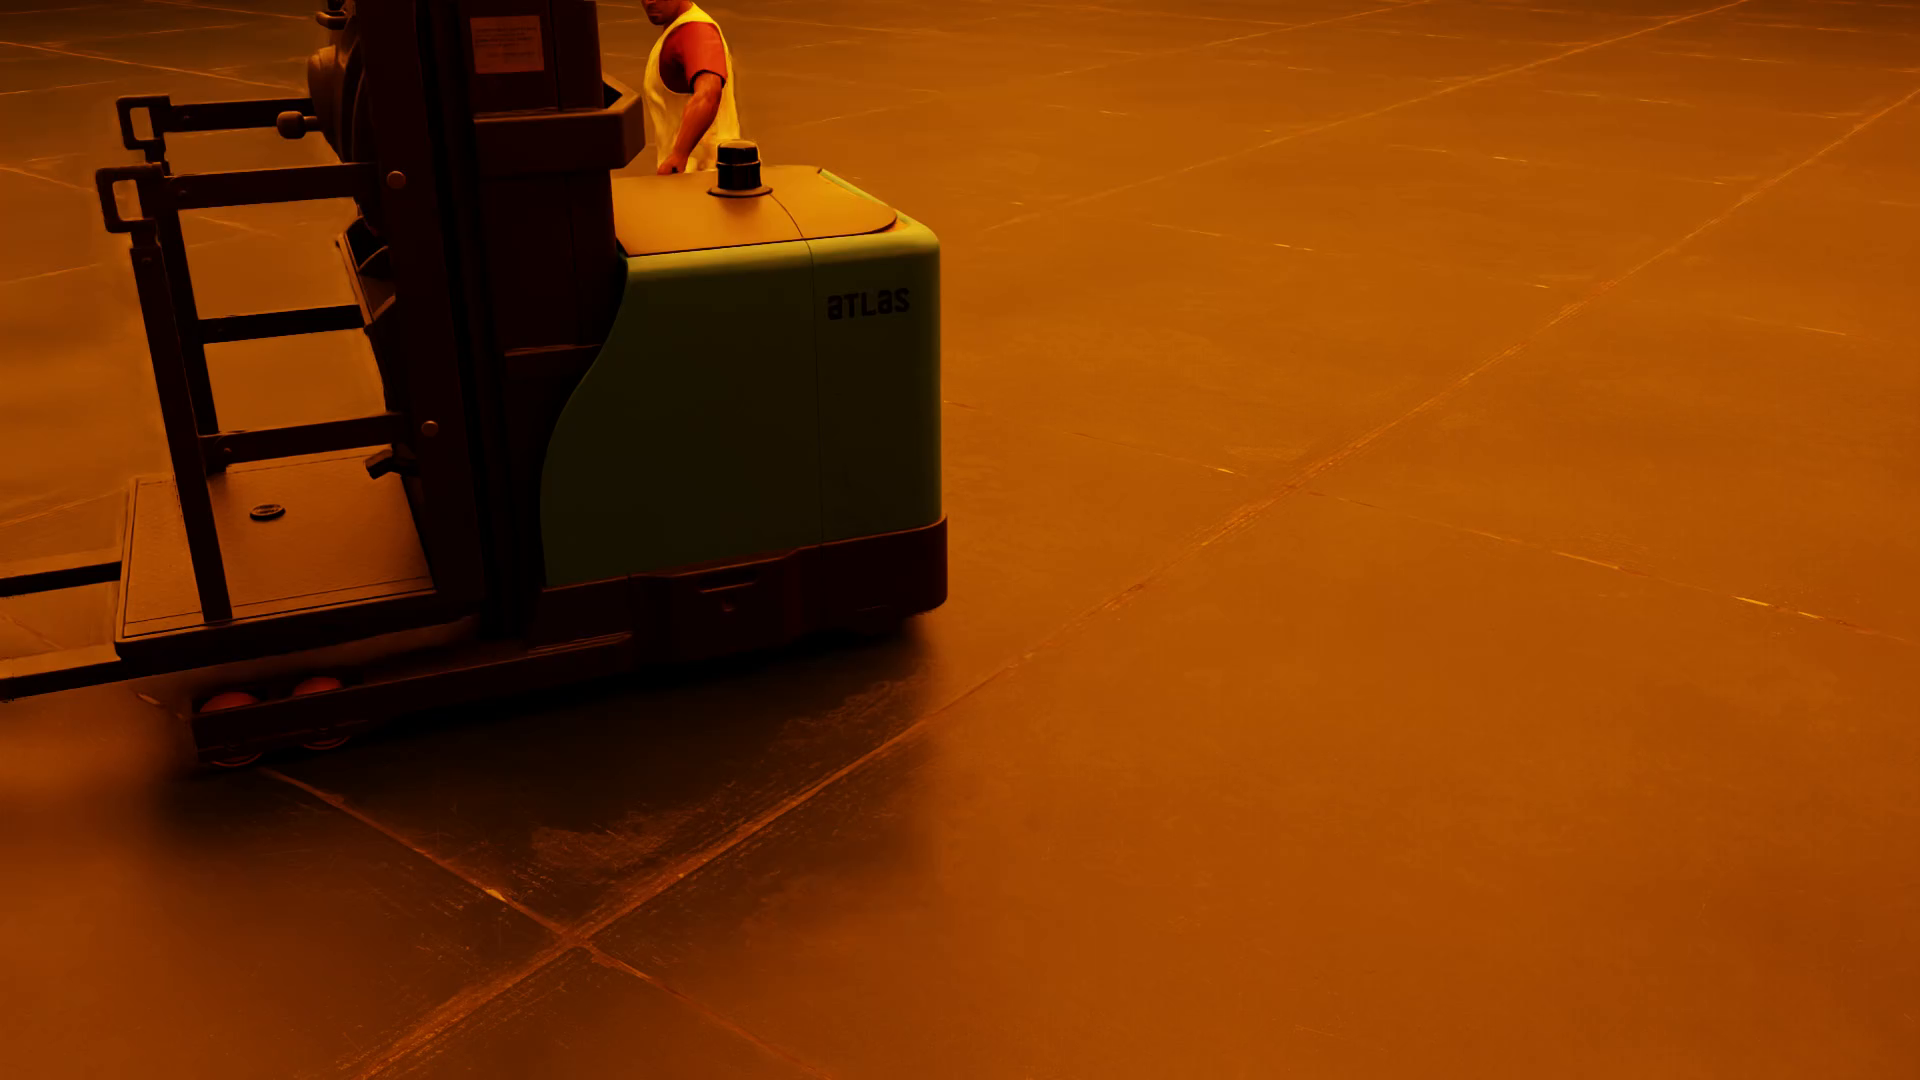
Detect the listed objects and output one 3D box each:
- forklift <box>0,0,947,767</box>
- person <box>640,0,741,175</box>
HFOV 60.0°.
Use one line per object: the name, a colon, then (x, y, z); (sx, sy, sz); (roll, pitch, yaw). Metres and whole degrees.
forklift: (-1.601, -1.063, 3.782); (3.031, 2.935, 1.130); (-9, 25, -21)
person: (-1.043, -1.398, 6.247); (0.503, 1.641, 1.127); (1, 23, 1)
